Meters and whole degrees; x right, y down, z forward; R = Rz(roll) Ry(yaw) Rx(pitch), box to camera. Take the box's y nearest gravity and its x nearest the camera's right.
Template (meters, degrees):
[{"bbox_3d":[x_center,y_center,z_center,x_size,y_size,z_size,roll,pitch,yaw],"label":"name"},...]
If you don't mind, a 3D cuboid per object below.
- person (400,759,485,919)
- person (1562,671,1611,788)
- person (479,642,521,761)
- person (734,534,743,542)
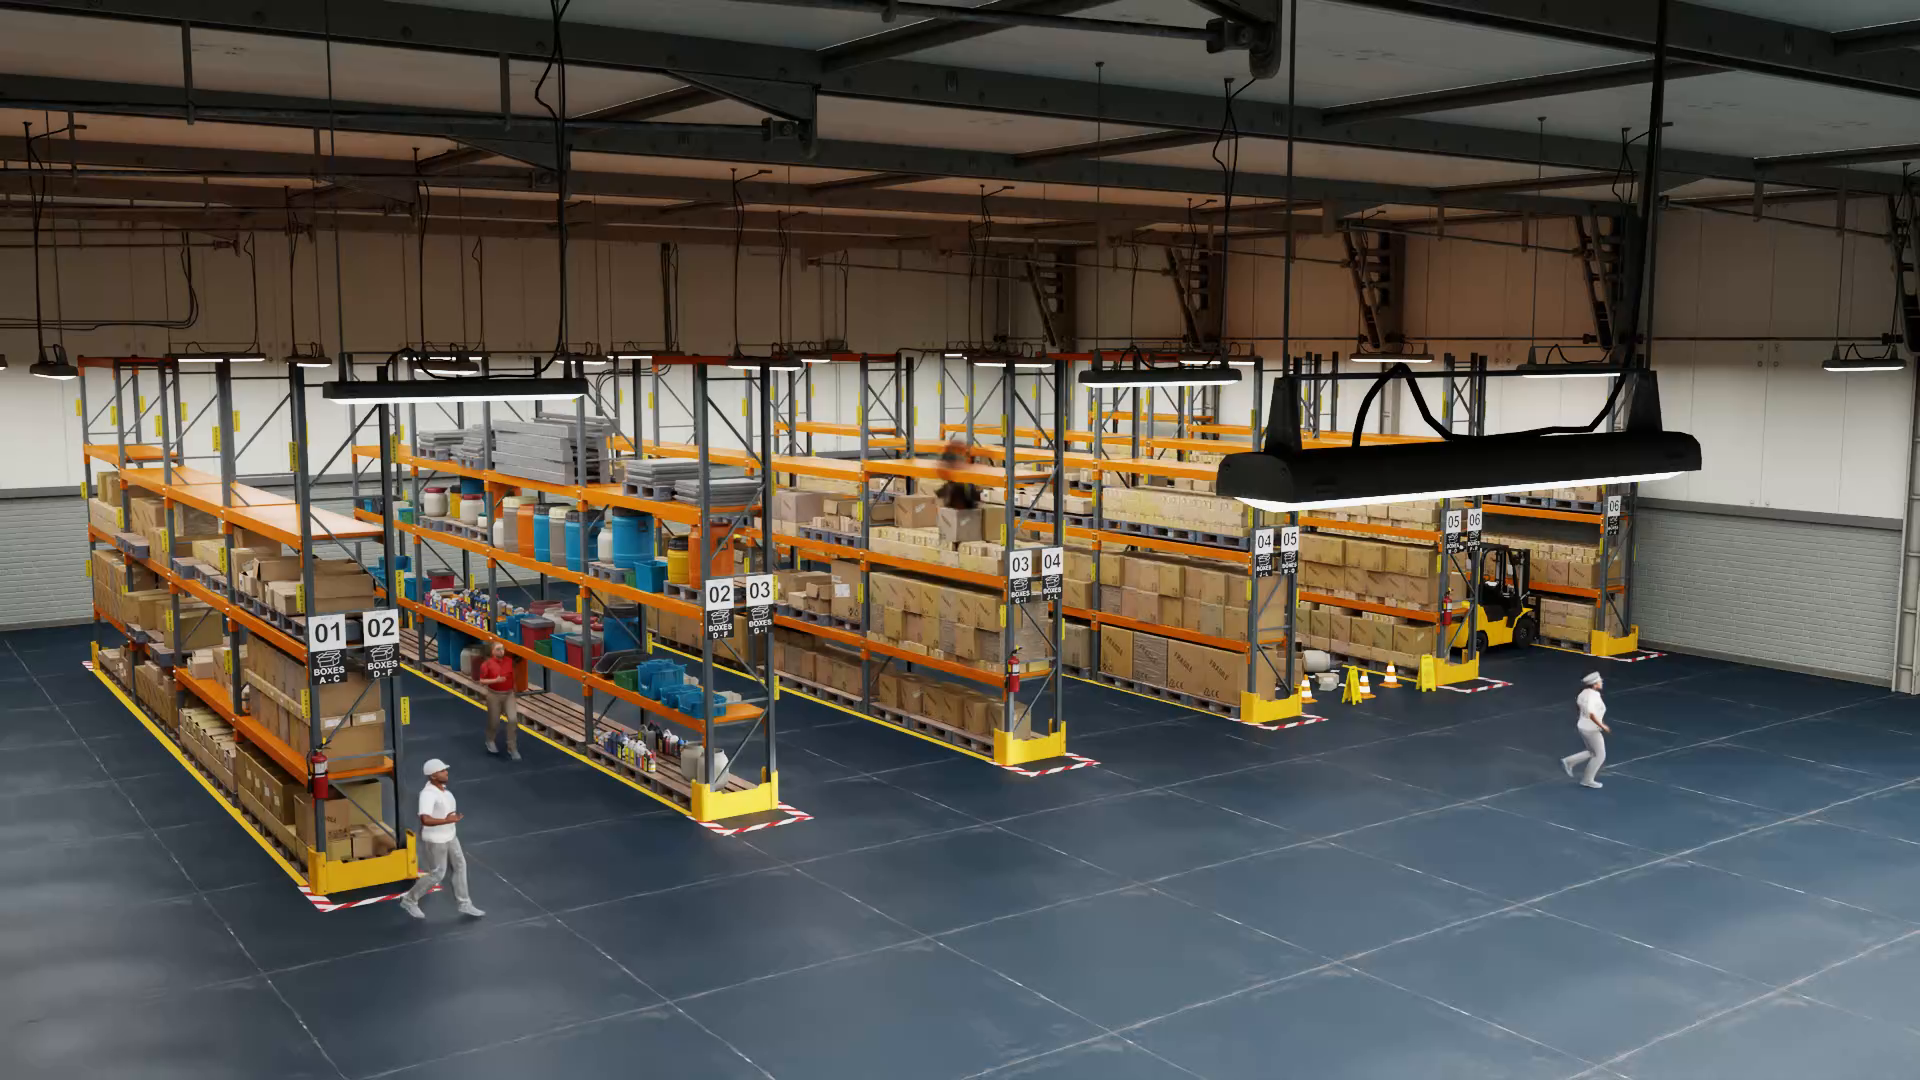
[{"bbox_3d":[-5.650,3.257,18.062,0.867,1.785,0.704,0,7,0],"label":"person"},{"bbox_3d":[8.885,2.675,23.535,0.558,1.654,0.608,1,7,4],"label":"person"},{"bbox_3d":[-6.962,2.418,25.177,0.647,1.773,0.823,-5,9,-37],"label":"person"},{"bbox_3d":[-5.296,0.717,39.323,0.765,1.764,0.662,-1,7,-9],"label":"person"}]
